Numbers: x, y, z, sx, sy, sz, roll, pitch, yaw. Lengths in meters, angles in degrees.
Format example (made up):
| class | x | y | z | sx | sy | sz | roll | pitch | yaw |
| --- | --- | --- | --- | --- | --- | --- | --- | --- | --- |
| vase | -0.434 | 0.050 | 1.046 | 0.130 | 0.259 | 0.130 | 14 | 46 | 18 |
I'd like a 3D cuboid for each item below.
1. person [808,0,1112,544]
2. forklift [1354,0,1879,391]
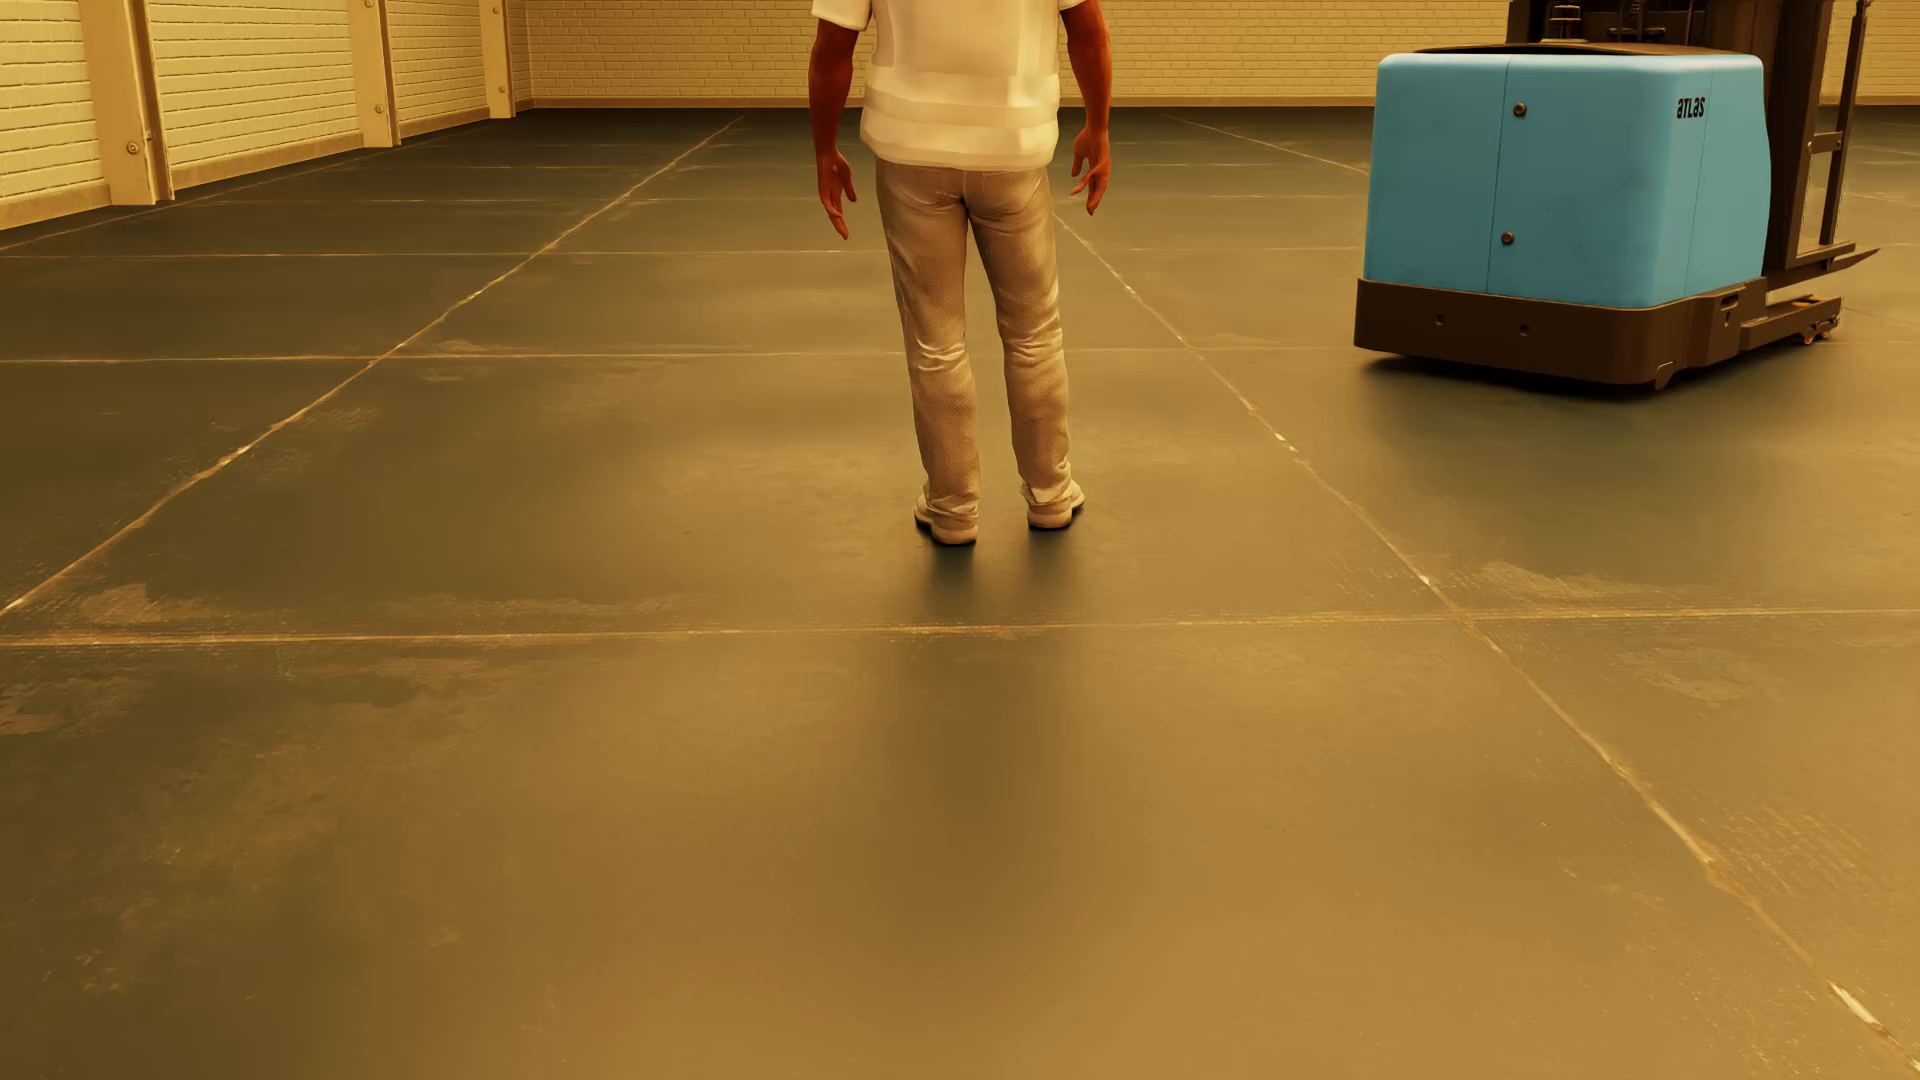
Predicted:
| class | x | y | z | sx | sy | sz | roll | pitch | yaw |
| --- | --- | --- | --- | --- | --- | --- | --- | --- | --- |
| person | 0.002 | -0.872 | 3.724 | 0.666 | 1.765 | 0.577 | -1 | 17 | -3 |
| forklift | 2.795 | -2.238 | 6.224 | 1.130 | 2.935 | 3.031 | 16 | 23 | 42 |
